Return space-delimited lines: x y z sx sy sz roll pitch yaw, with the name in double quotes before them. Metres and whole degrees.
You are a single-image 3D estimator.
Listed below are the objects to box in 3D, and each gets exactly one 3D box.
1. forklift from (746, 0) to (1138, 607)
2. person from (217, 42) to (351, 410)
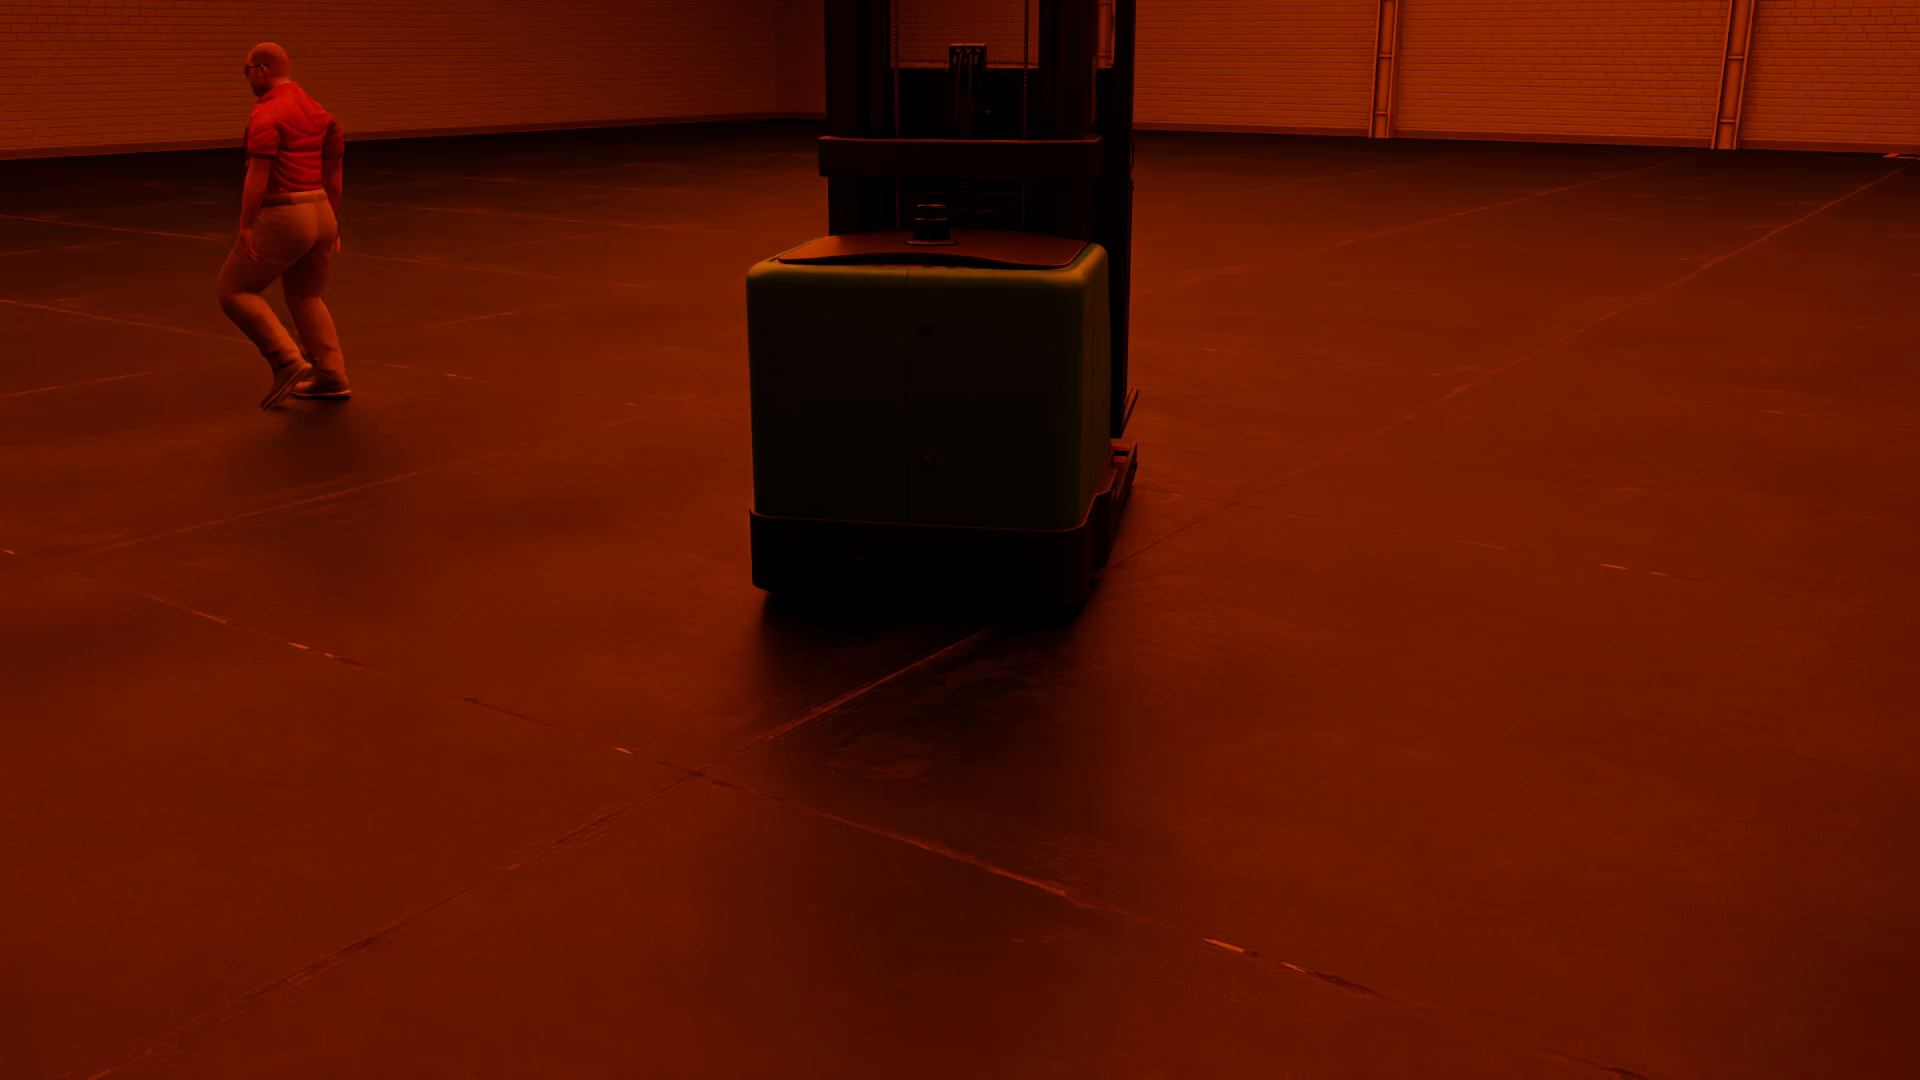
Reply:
"forklift" 0.110 -1.580 6.118 1.130 2.935 3.031 3 17 10
"person" -3.298 -1.510 8.050 0.467 1.726 0.666 3 17 11
